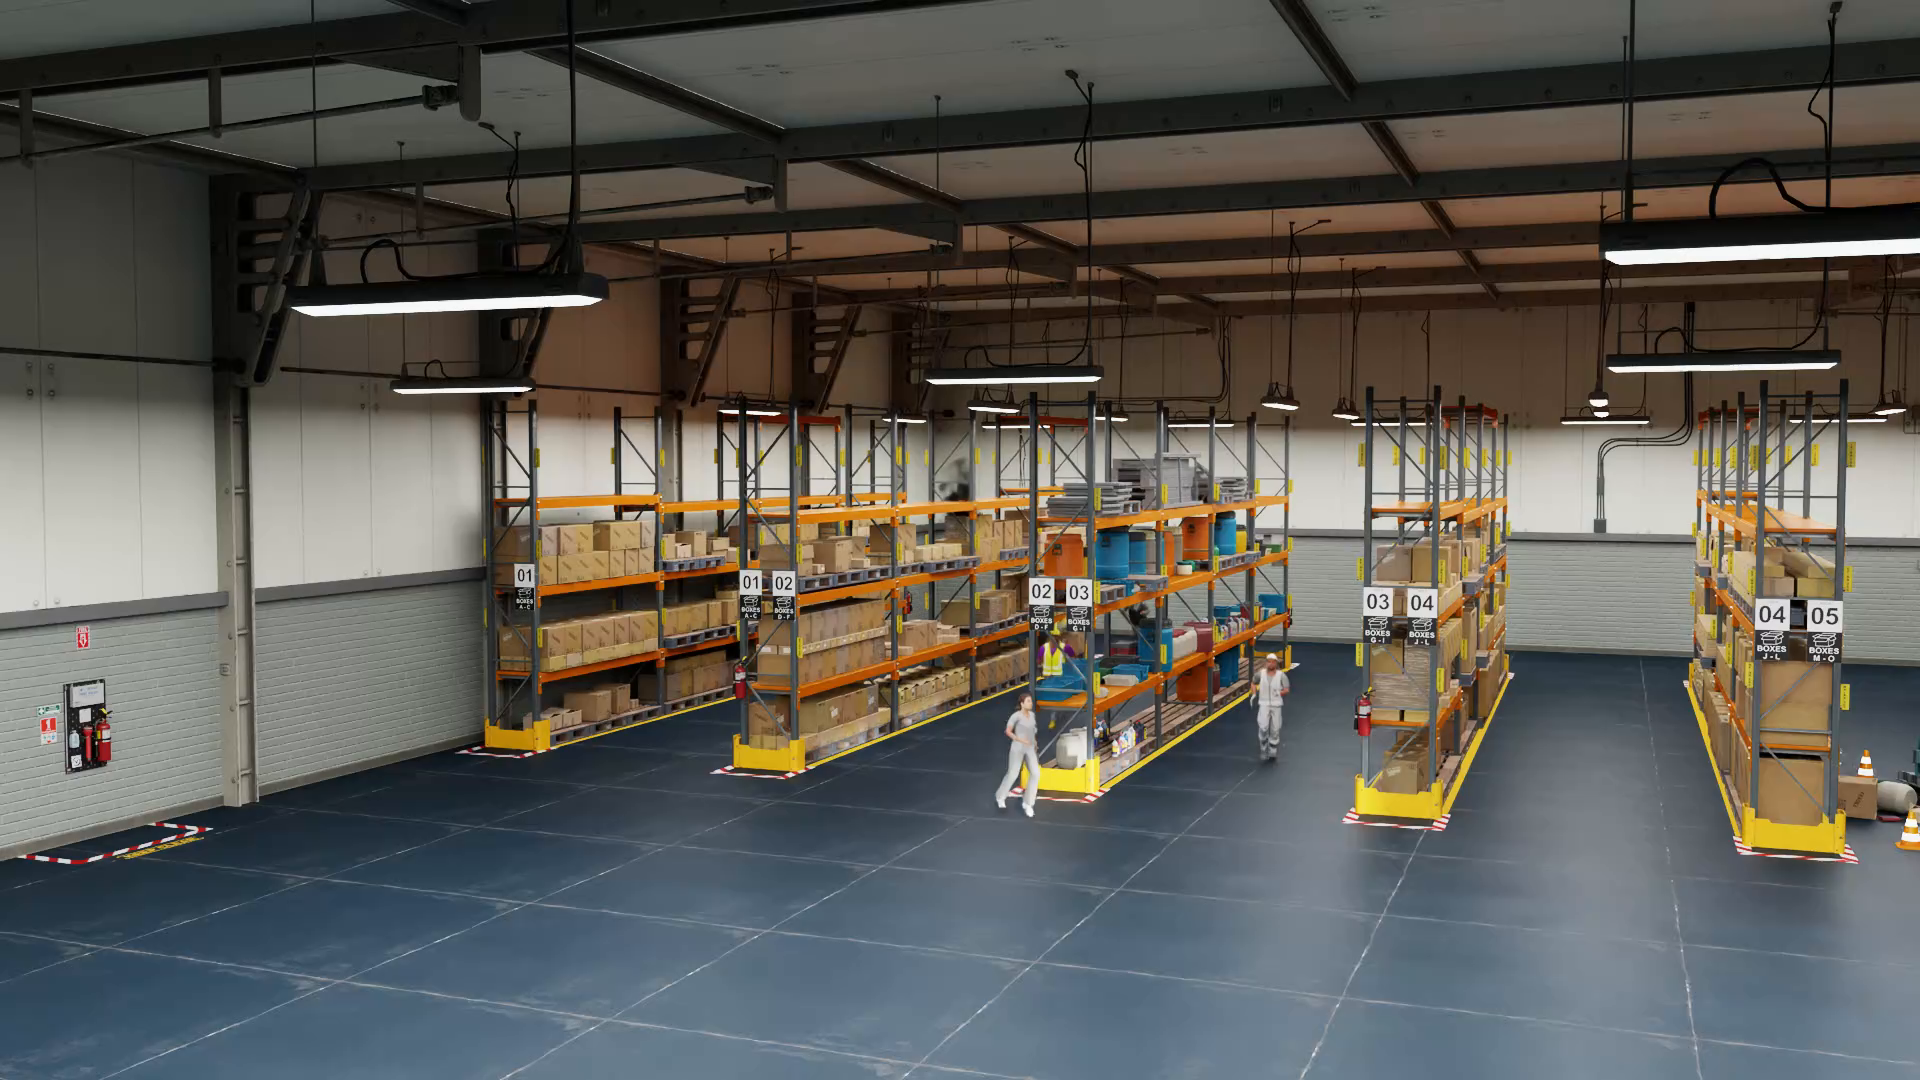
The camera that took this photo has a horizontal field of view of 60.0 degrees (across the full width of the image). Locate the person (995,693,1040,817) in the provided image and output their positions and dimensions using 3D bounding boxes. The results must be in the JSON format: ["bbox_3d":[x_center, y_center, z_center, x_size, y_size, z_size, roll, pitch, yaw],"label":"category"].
[{"bbox_3d":[0.892,3.011,23.564,0.614,1.690,0.790,-2,3,-33],"label":"person"}]

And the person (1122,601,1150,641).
[{"bbox_3d":[4.379,2.127,41.174,0.671,1.713,0.862,0,3,-7],"label":"person"}]

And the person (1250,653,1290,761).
[{"bbox_3d":[5.104,2.753,27.387,0.649,1.769,0.691,1,3,11],"label":"person"}]

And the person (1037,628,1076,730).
[{"bbox_3d":[1.714,2.504,30.369,0.688,1.788,0.891,1,3,21],"label":"person"}]
